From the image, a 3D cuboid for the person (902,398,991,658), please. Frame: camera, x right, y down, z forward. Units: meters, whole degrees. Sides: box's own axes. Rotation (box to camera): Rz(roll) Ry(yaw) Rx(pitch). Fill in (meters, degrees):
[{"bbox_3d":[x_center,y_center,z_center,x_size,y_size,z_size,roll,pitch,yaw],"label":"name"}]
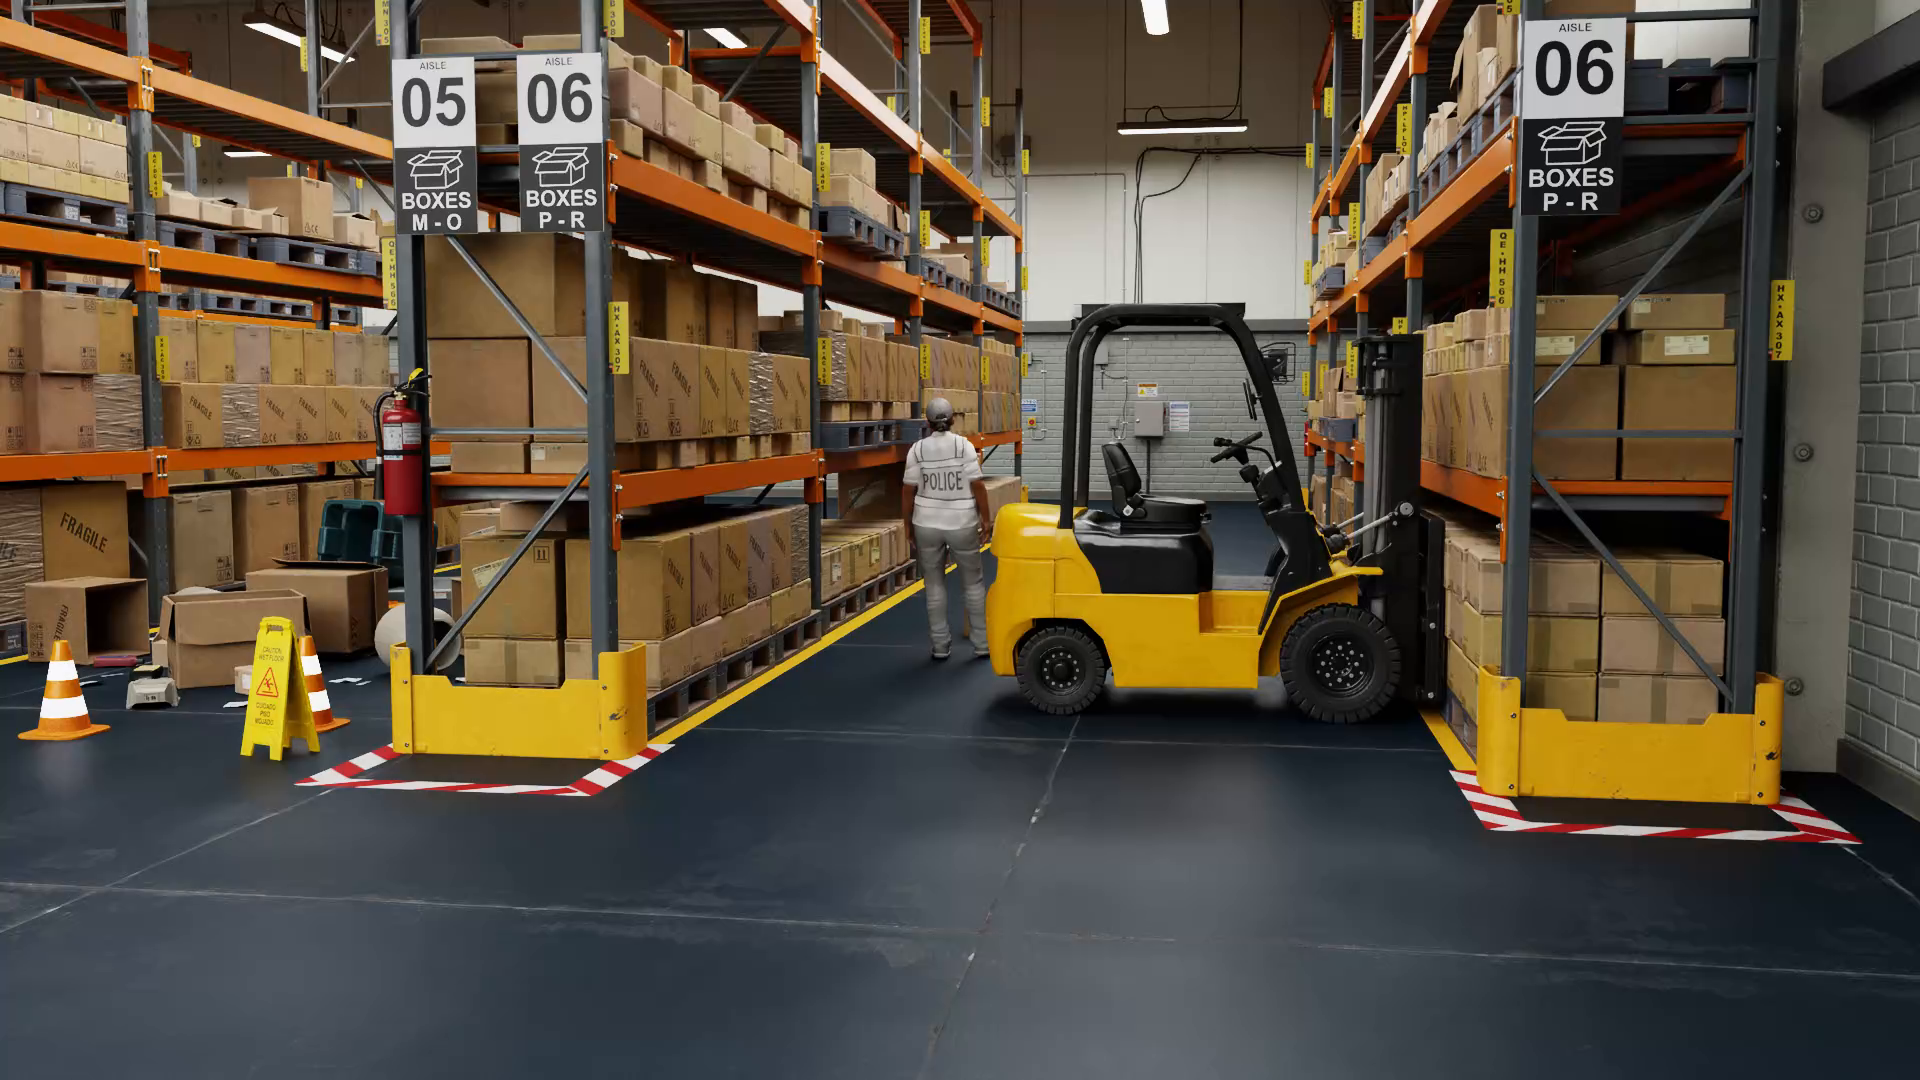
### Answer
[{"bbox_3d":[-0.060,-0.078,10.714,0.599,1.671,0.529,1,5,8],"label":"person"}]
